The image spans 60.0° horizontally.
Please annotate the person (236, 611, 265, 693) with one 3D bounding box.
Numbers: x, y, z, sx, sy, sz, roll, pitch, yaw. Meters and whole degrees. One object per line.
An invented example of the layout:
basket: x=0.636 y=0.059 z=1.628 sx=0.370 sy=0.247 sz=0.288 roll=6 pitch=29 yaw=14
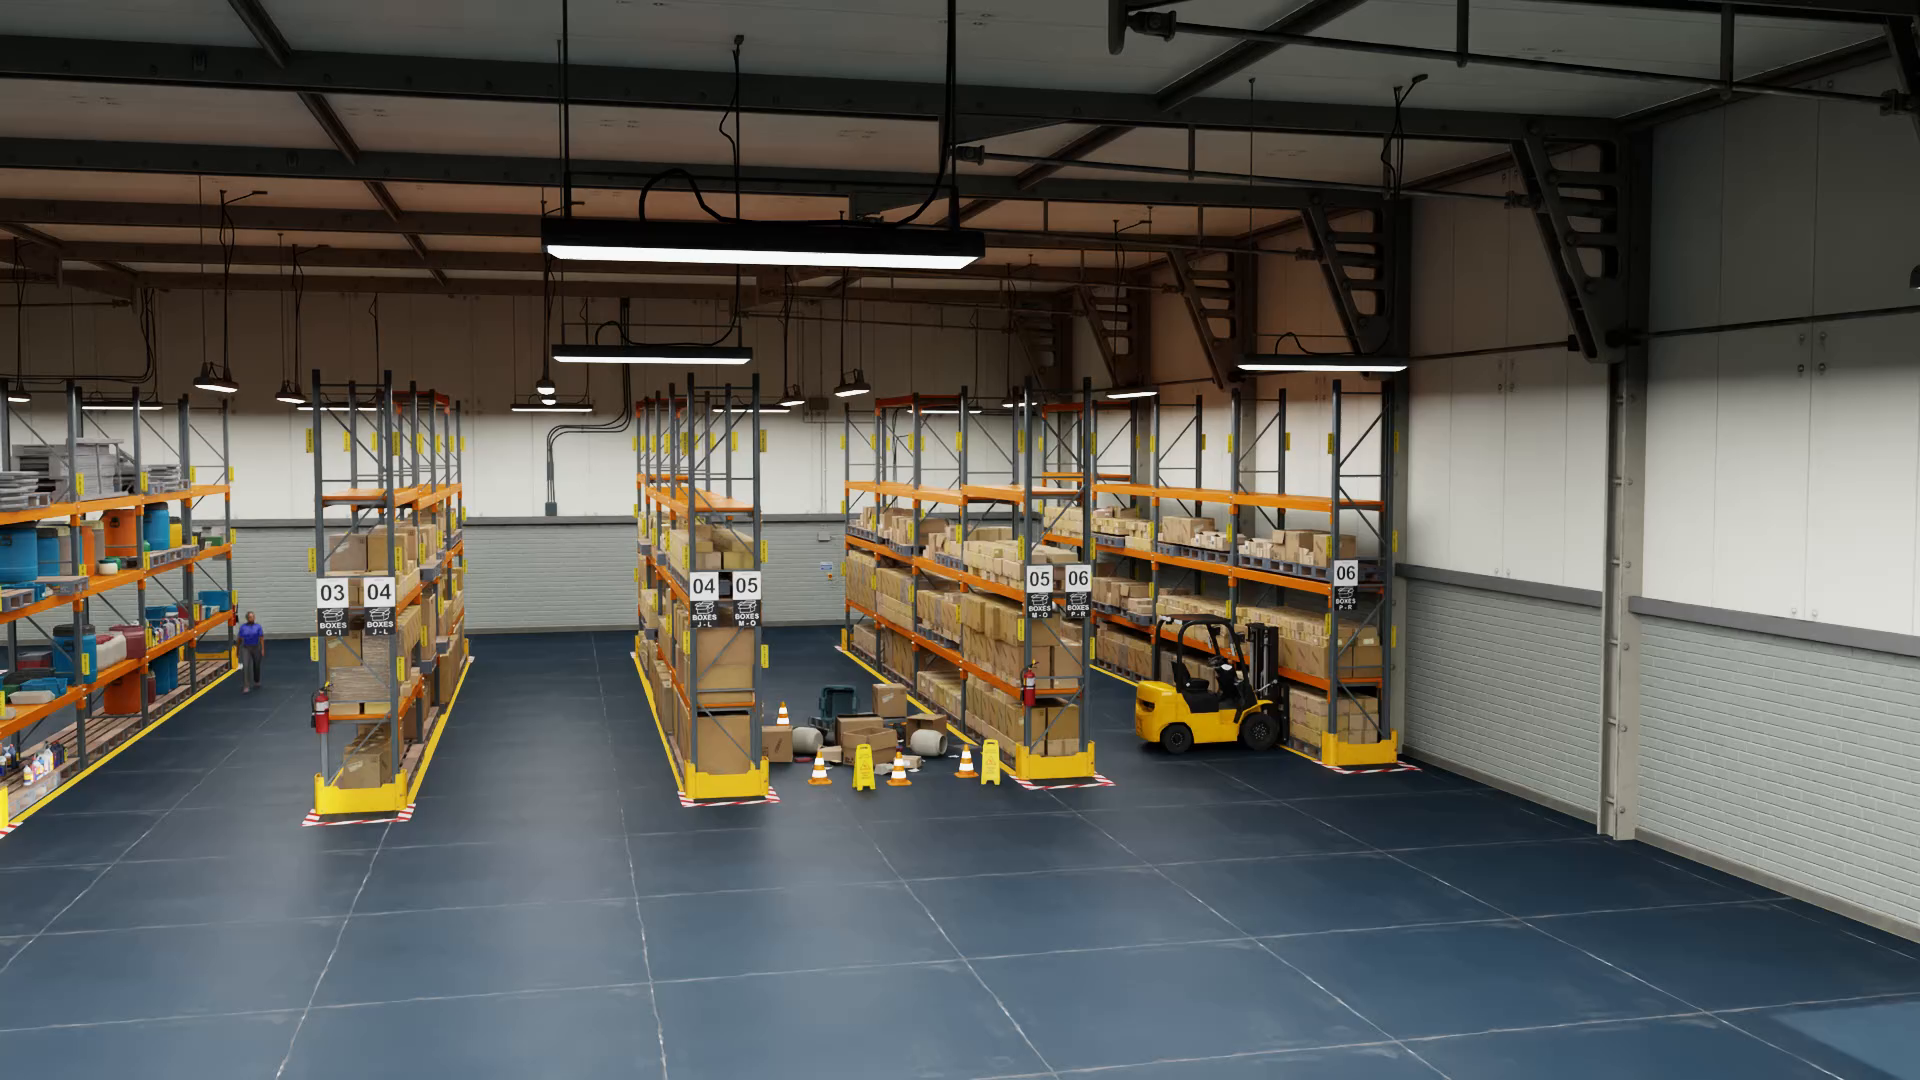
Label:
person: x=-14.365 y=2.239 z=33.665 sx=0.550 sy=1.588 sz=1.058 roll=-1 pitch=4 yaw=-22
